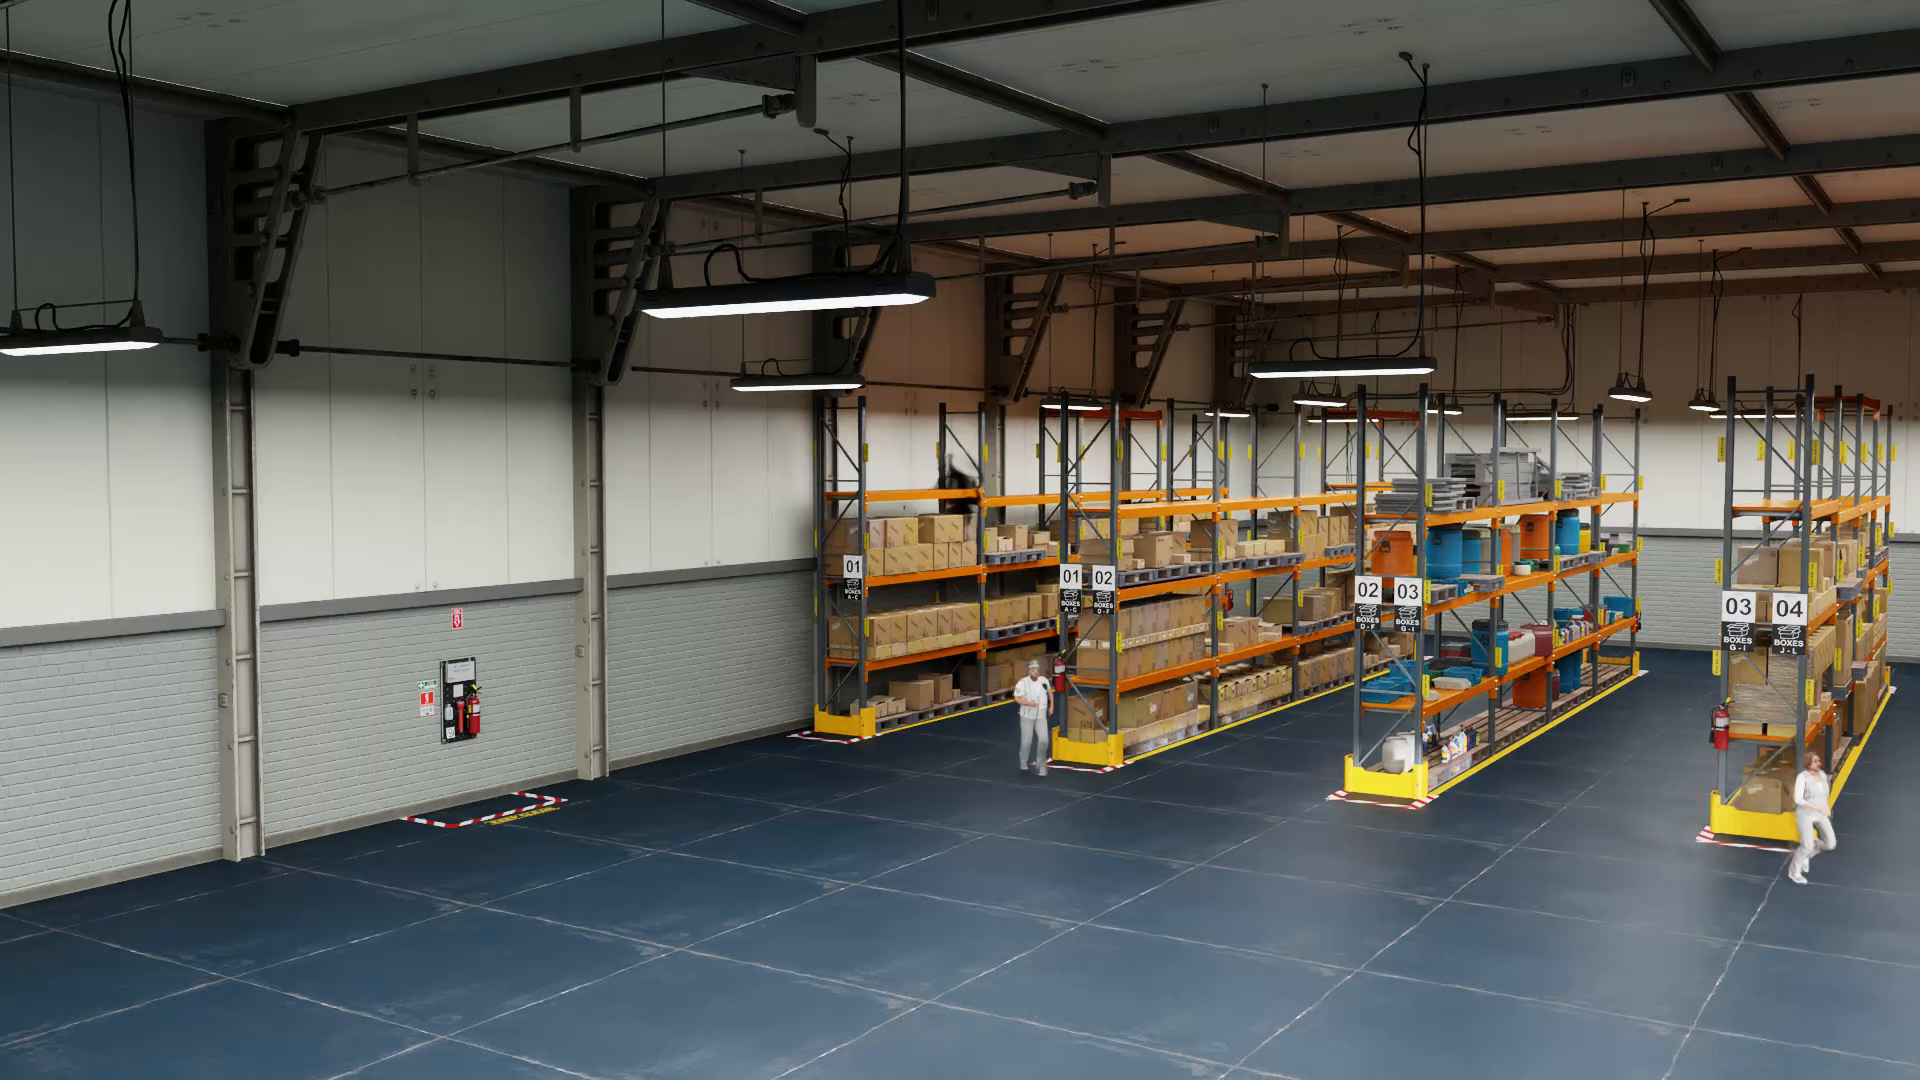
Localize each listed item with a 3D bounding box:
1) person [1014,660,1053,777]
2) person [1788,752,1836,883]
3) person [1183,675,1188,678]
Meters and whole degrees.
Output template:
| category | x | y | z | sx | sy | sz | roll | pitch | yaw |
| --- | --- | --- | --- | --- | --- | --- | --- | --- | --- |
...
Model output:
| category | x | y | z | sx | sy | sz | roll | pitch | yaw |
| --- | --- | --- | --- | --- | --- | --- | --- | --- | --- |
| person | 1.159 | 2.785 | 25.853 | 0.686 | 1.861 | 0.772 | -1 | 3 | -14 |
| person | 9.878 | 3.218 | 19.213 | 0.568 | 1.556 | 0.644 | -1 | 3 | -12 |
| person | 4.570 | 2.394 | 33.859 | 0.611 | 1.642 | 0.528 | 2 | 3 | 29 |
